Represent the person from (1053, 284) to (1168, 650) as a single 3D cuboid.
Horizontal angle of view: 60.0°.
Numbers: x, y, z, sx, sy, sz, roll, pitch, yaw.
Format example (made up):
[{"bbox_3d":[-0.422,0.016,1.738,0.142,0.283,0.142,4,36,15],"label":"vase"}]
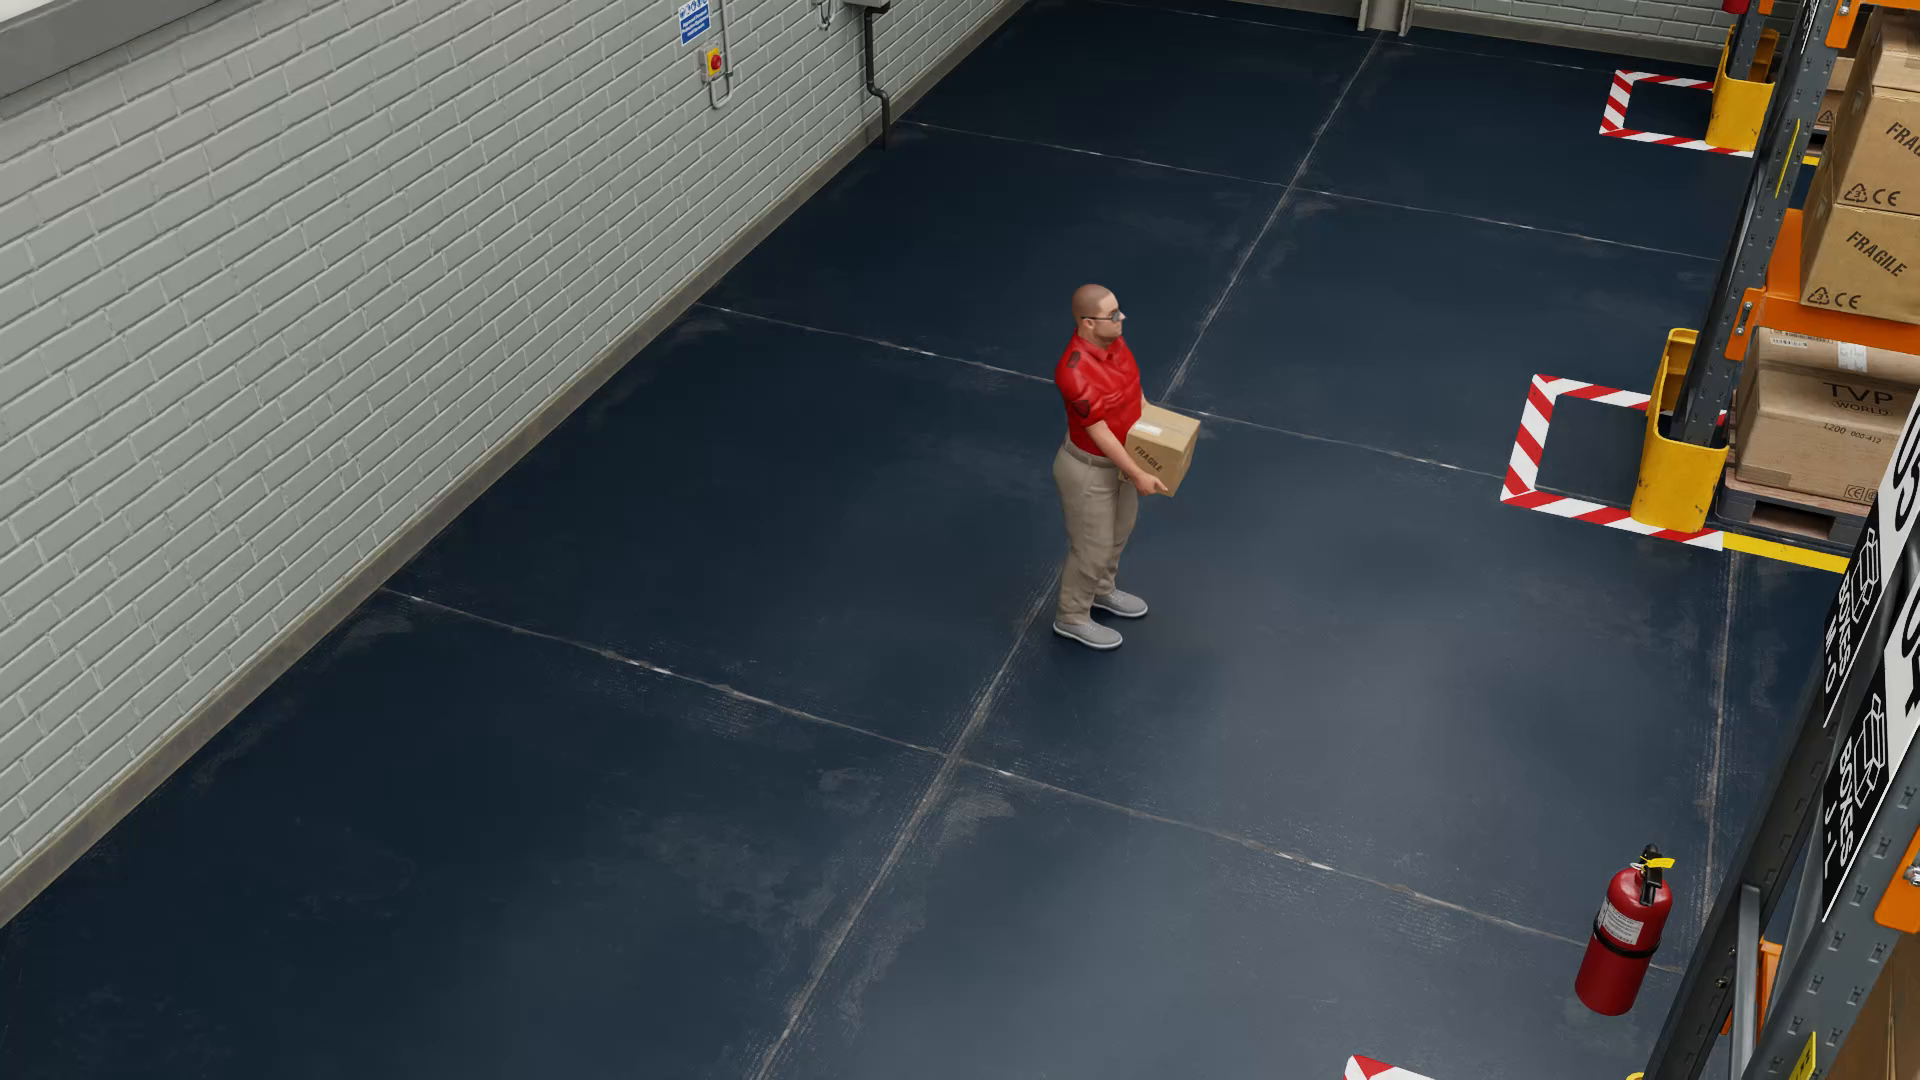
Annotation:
[{"bbox_3d":[0.693,-0.310,7.251,0.530,1.714,0.494,15,40,19],"label":"person"}]
